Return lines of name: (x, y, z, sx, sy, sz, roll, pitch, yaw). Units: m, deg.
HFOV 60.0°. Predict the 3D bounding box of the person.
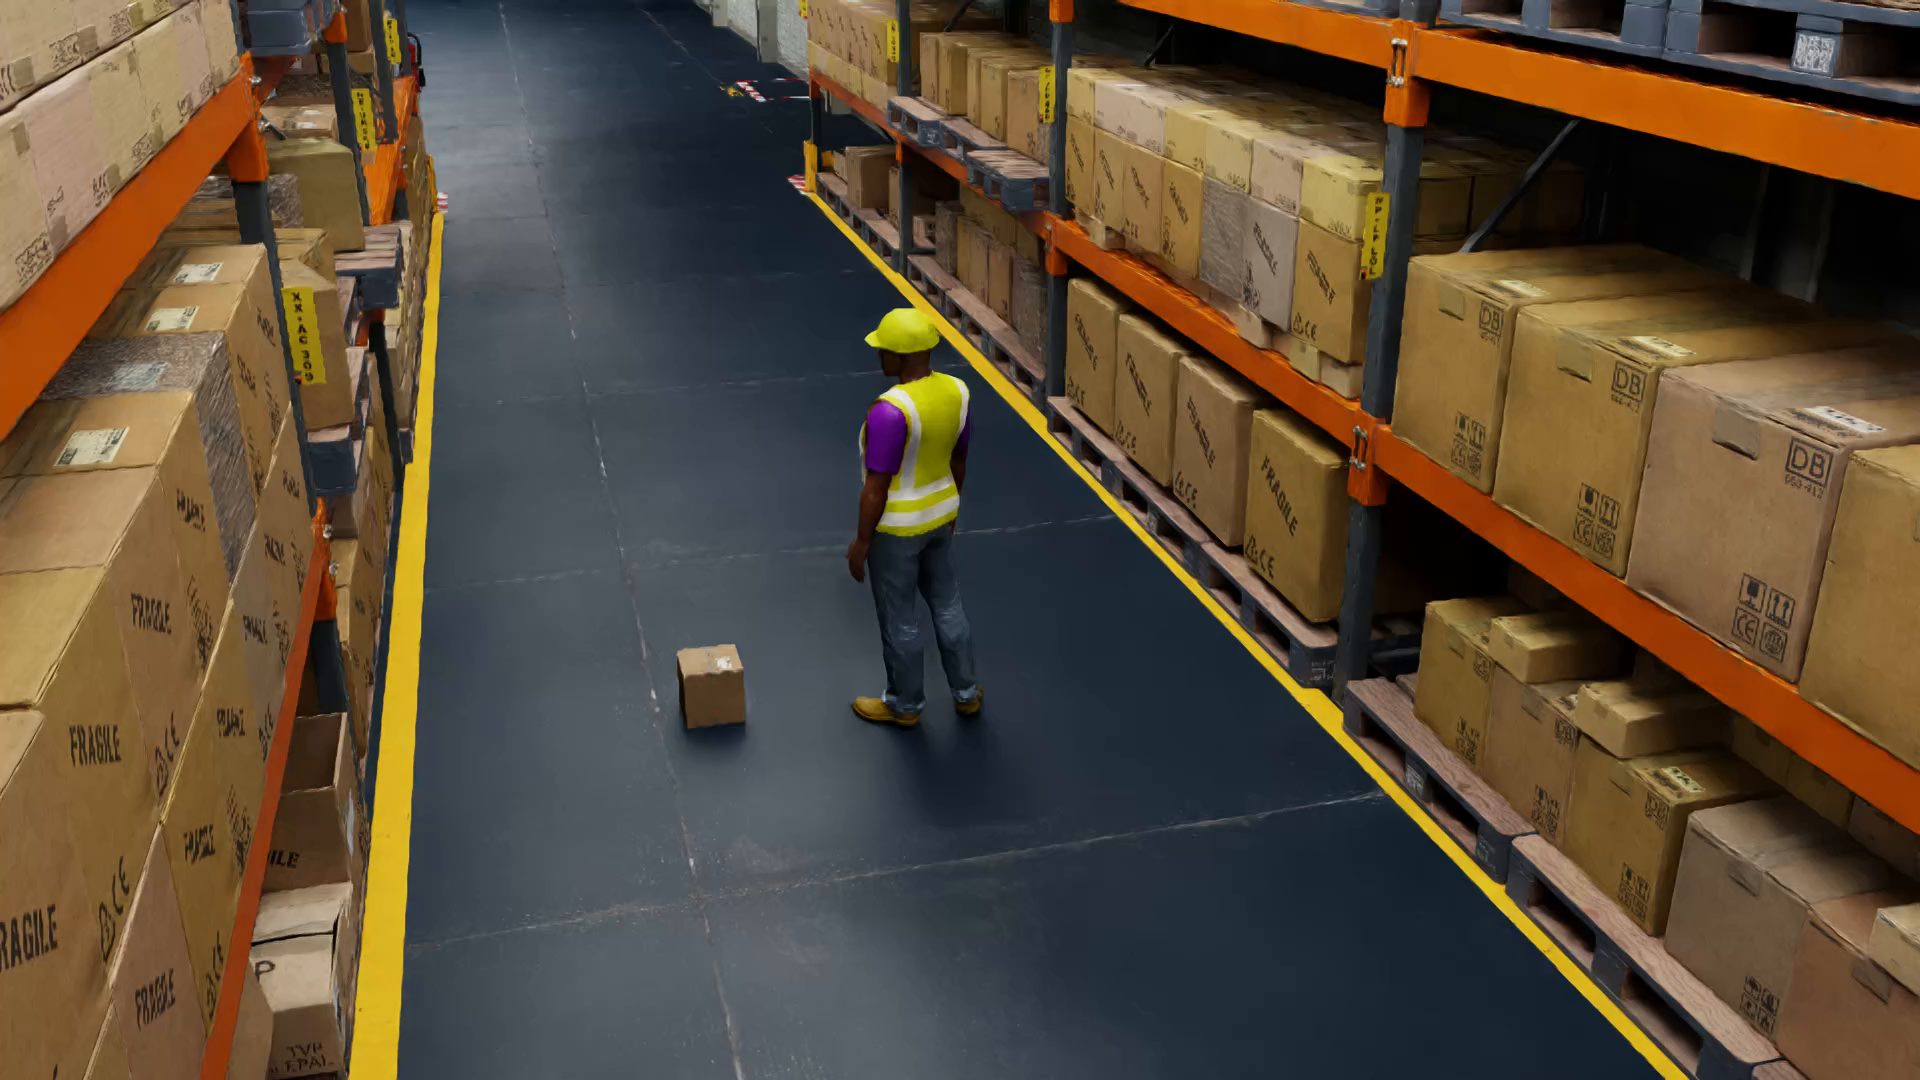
person: (-0.188, -0.080, 6.738, 0.453, 1.768, 0.688, 17, 28, 35)
